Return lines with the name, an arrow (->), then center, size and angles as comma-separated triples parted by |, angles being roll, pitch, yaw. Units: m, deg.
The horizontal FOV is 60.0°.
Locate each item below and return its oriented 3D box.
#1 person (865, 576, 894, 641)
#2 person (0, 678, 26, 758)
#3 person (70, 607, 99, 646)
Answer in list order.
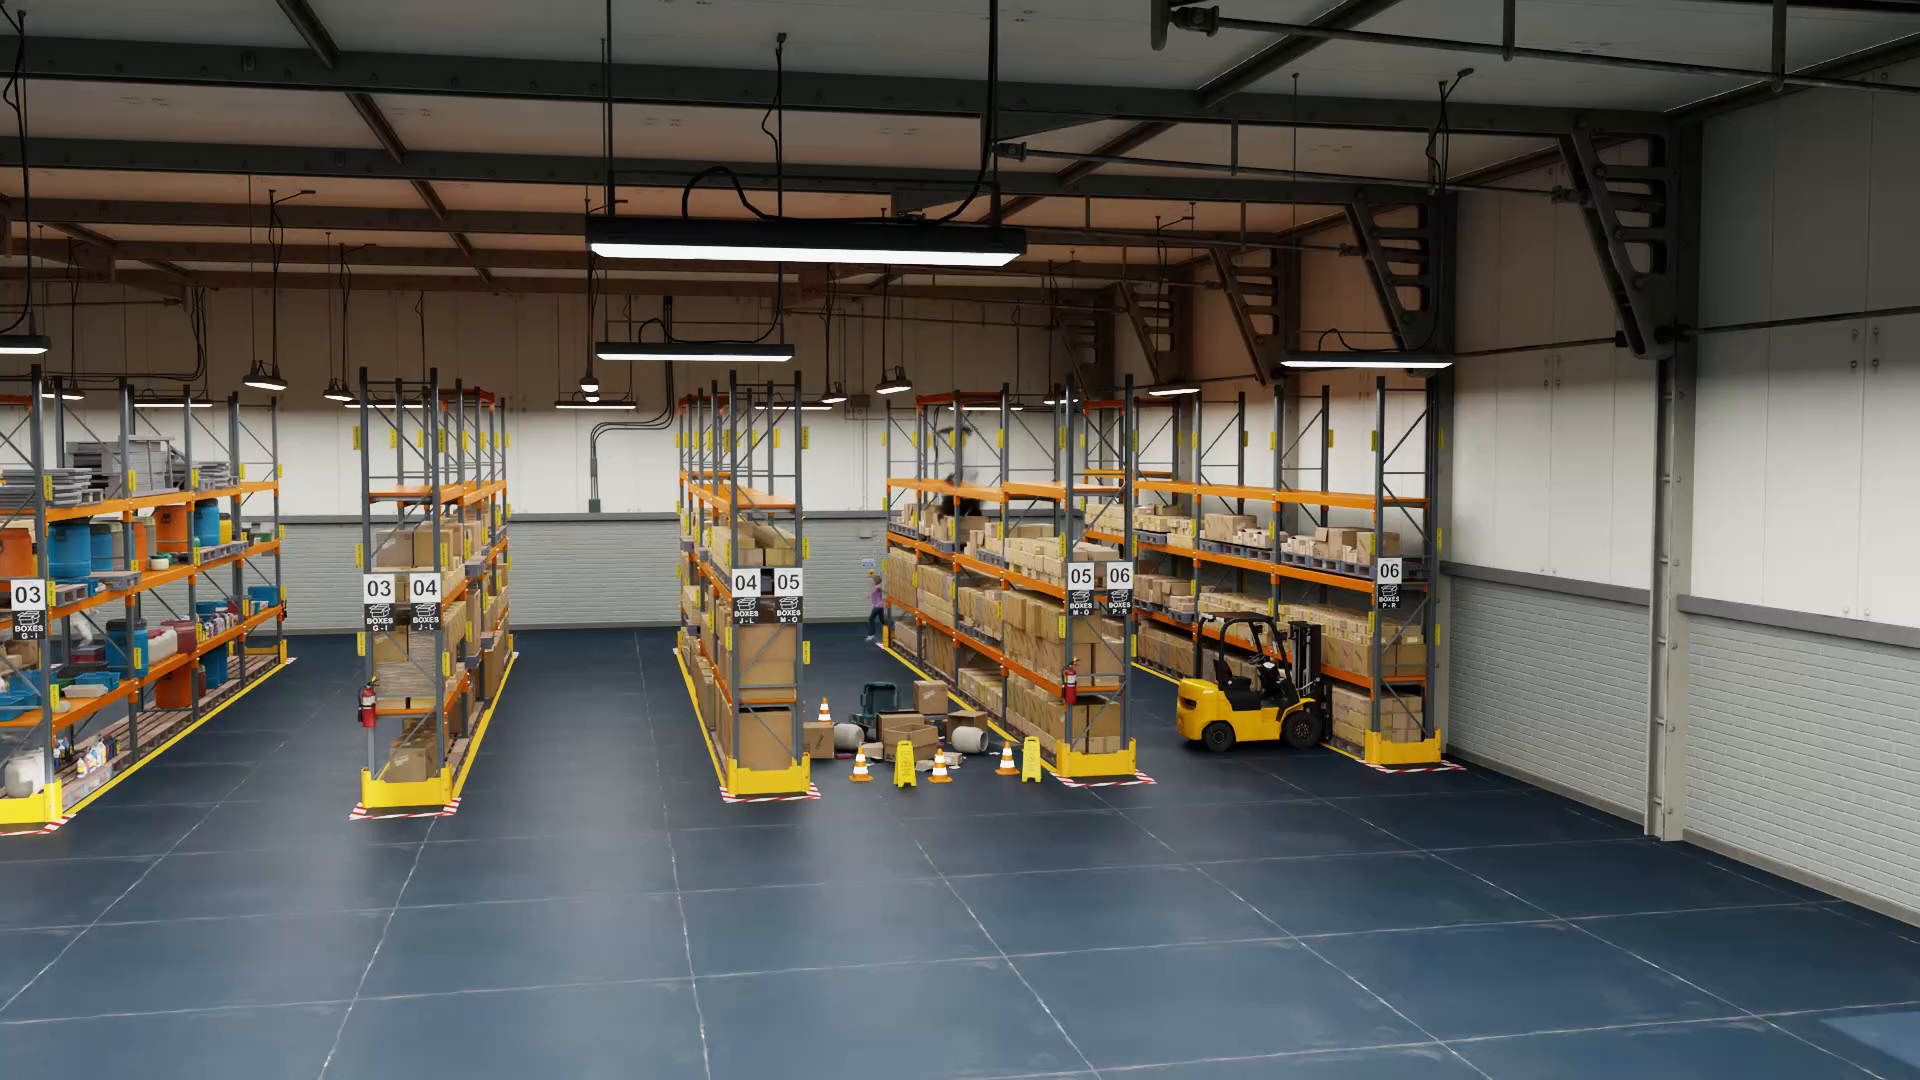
person -> -2.018, 1.719, 41.696 | 0.743, 1.617, 0.531 | 0, 3, 0
person -> -14.848, 2.648, 25.591 | 0.569, 1.614, 0.813 | 1, 4, 20
person -> -19.705, 1.897, 37.308 | 0.638, 1.754, 0.789 | 1, 4, 14
